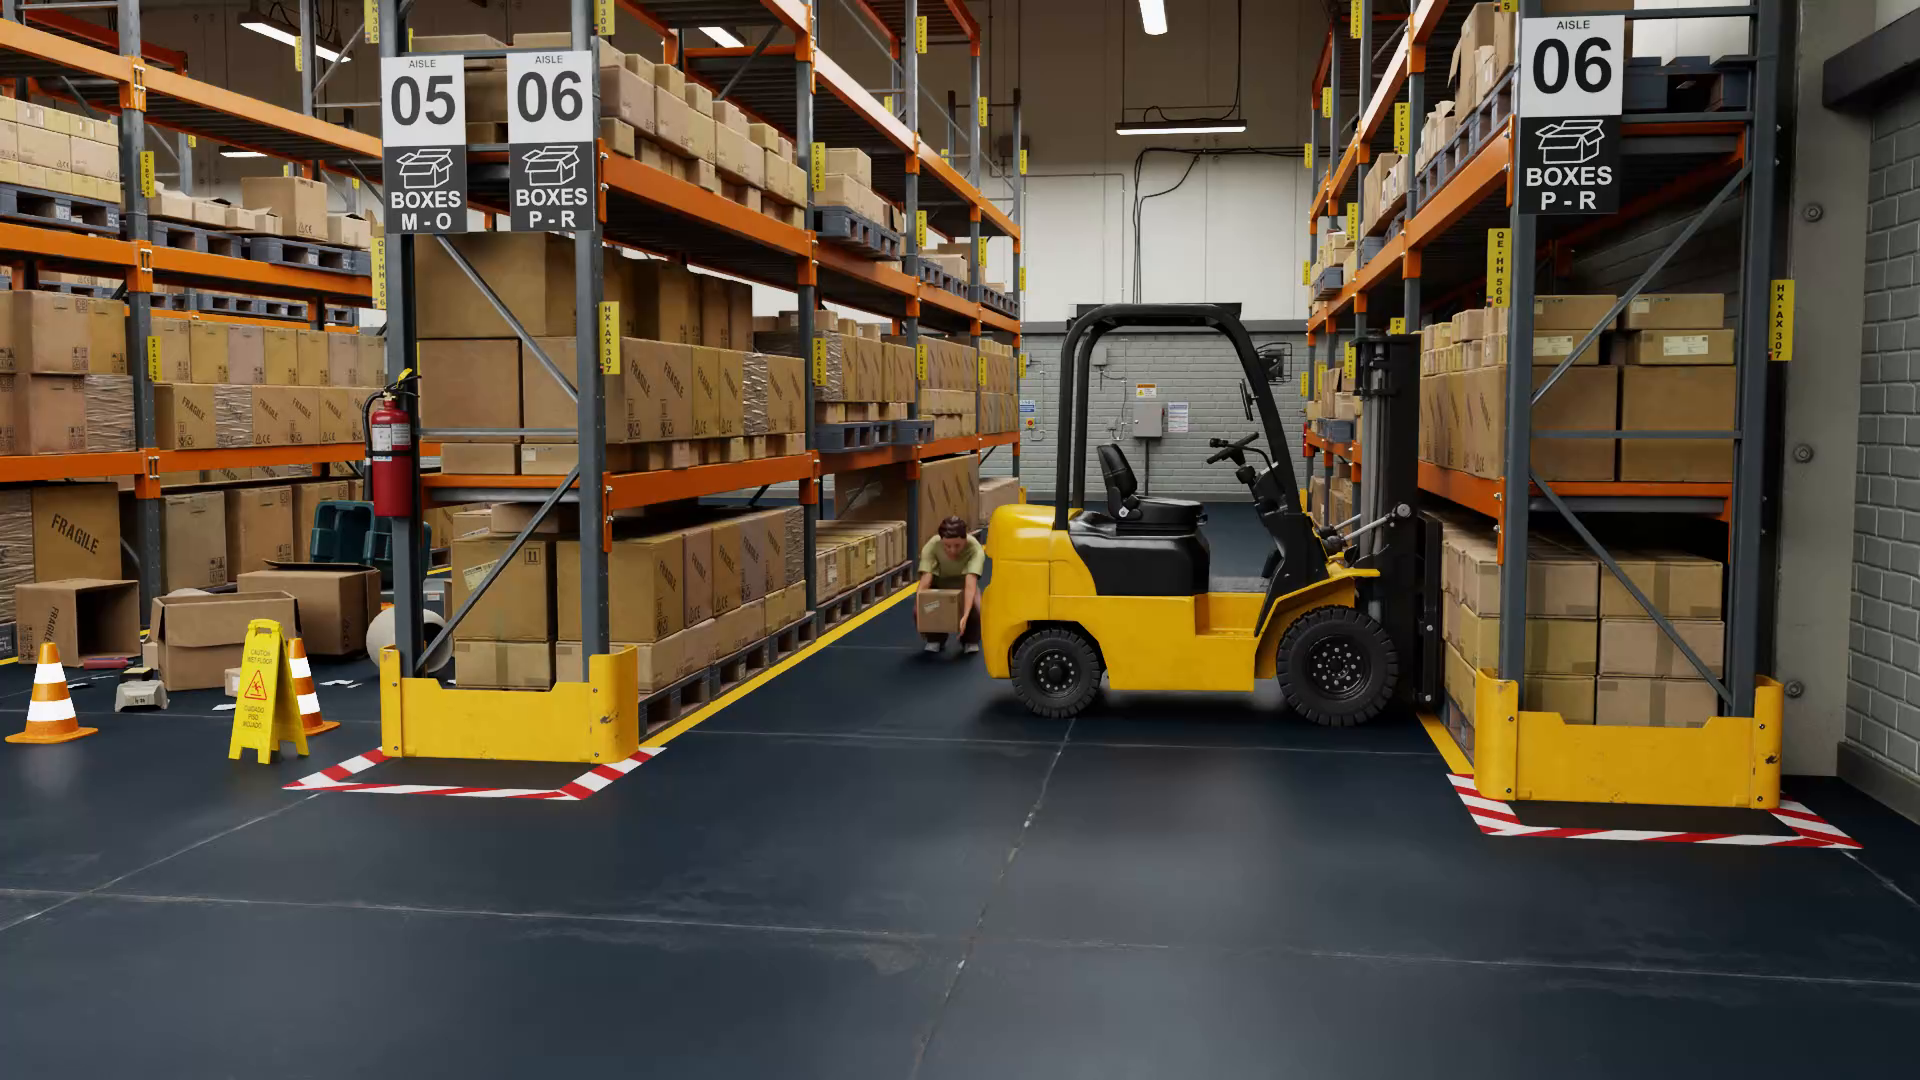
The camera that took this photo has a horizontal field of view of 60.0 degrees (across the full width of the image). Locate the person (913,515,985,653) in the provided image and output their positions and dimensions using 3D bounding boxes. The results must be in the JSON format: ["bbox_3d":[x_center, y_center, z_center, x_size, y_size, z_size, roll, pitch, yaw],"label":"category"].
[{"bbox_3d":[-0.062,0.290,10.932,0.470,0.936,0.818,1,5,8],"label":"person"}]
